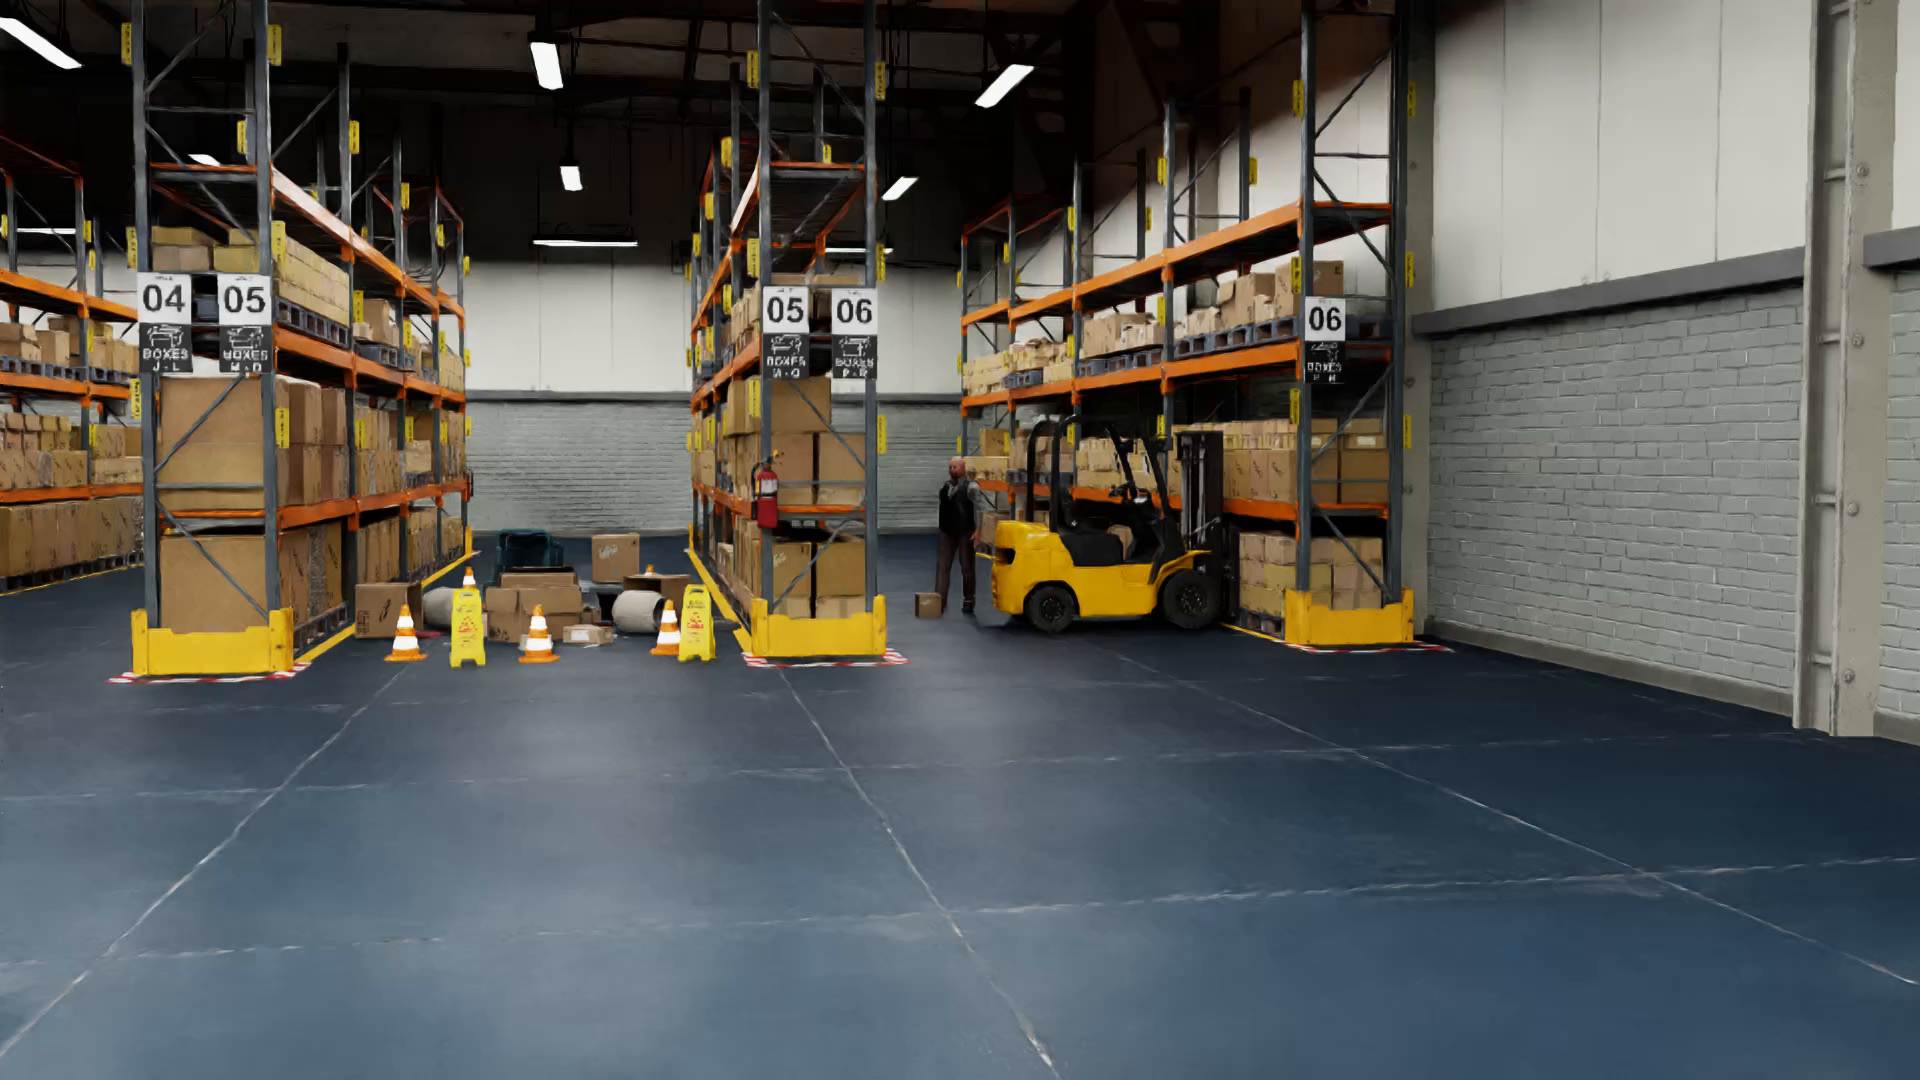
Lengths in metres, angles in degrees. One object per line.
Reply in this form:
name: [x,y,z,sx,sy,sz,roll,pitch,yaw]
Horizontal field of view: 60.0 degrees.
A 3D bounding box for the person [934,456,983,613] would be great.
person: [-0.060,-0.054,18.152,0.583,1.719,0.659,2,3,30]
